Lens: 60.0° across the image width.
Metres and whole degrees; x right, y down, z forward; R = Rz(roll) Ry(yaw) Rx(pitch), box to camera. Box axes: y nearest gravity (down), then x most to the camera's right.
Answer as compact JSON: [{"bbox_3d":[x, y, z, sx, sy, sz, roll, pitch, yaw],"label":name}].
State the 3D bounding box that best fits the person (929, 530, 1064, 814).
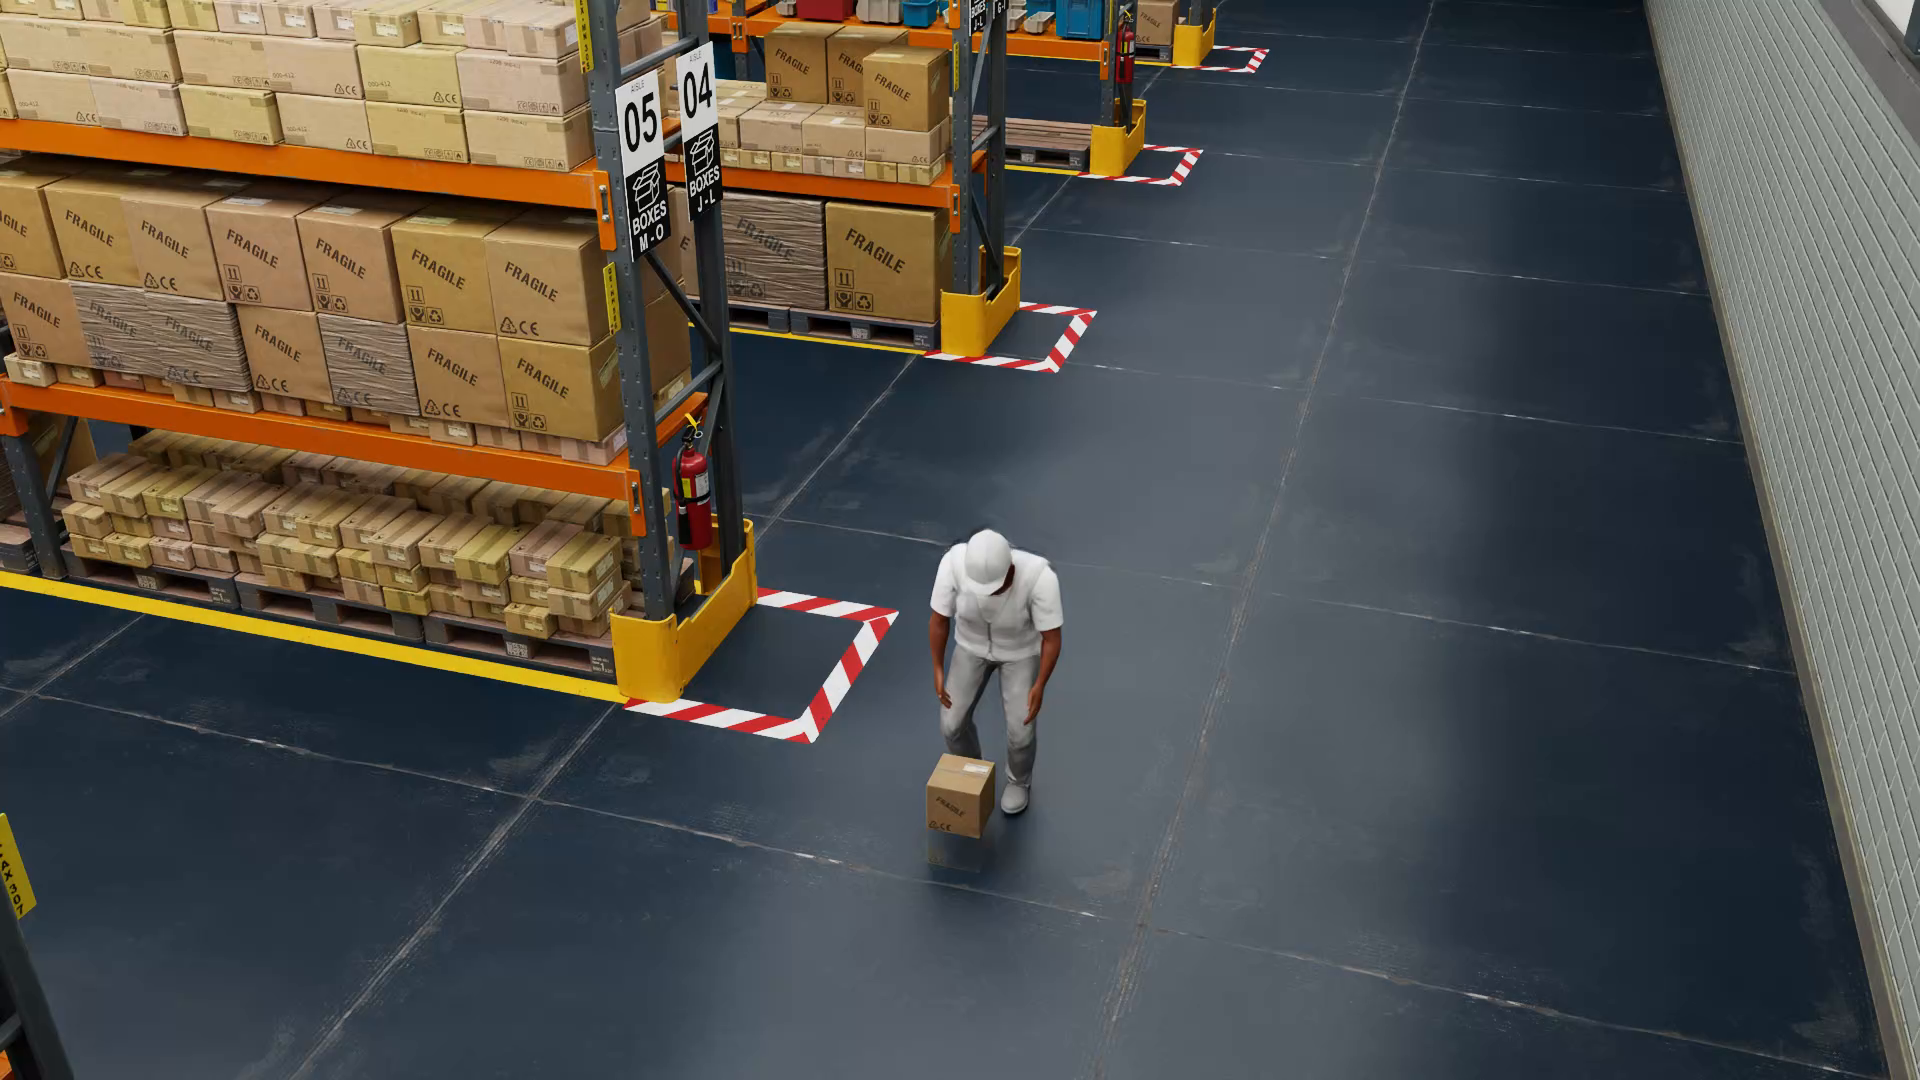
[{"bbox_3d":[0.174,0.564,7.674,0.622,1.568,0.644,9,30,15],"label":"person"}]
